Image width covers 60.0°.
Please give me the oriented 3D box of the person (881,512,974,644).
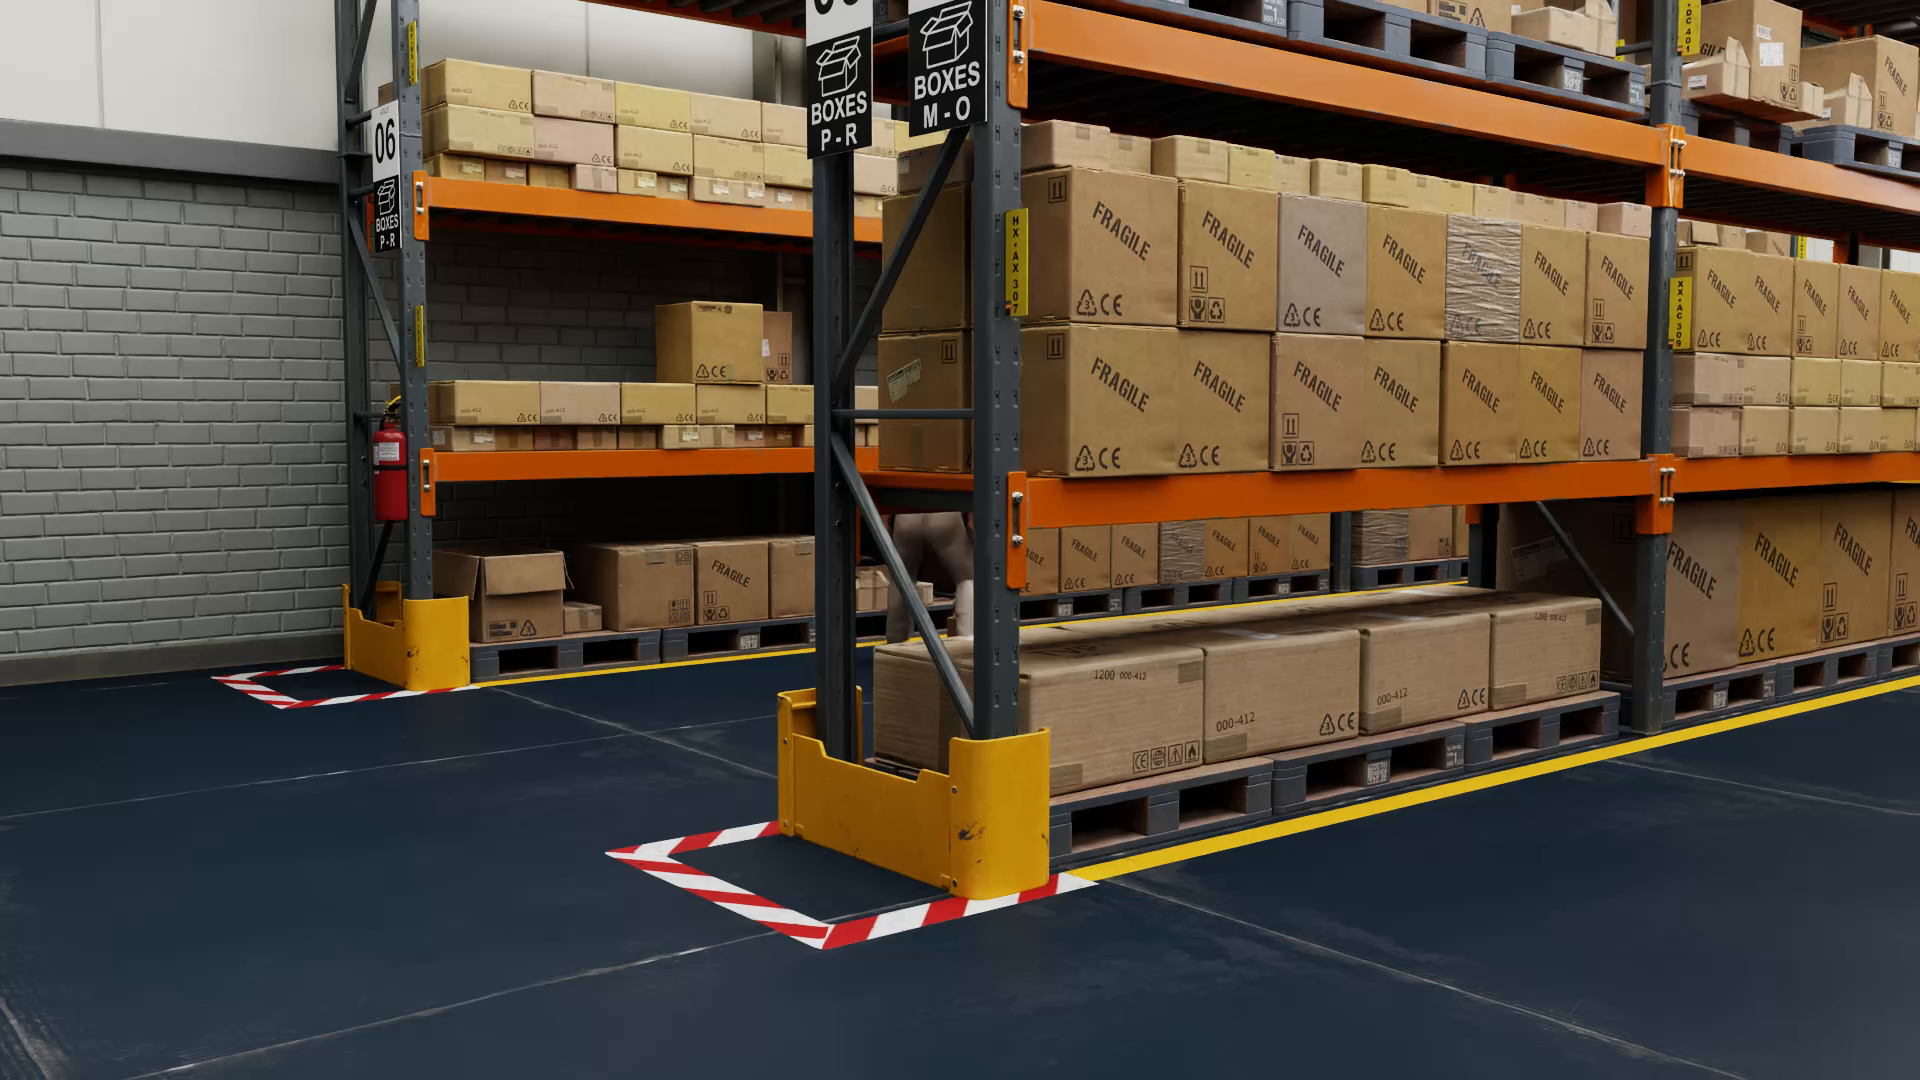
[{"bbox_3d":[-0.167,-0.095,9.935,0.769,1.703,0.724,1,4,12],"label":"person"}]
